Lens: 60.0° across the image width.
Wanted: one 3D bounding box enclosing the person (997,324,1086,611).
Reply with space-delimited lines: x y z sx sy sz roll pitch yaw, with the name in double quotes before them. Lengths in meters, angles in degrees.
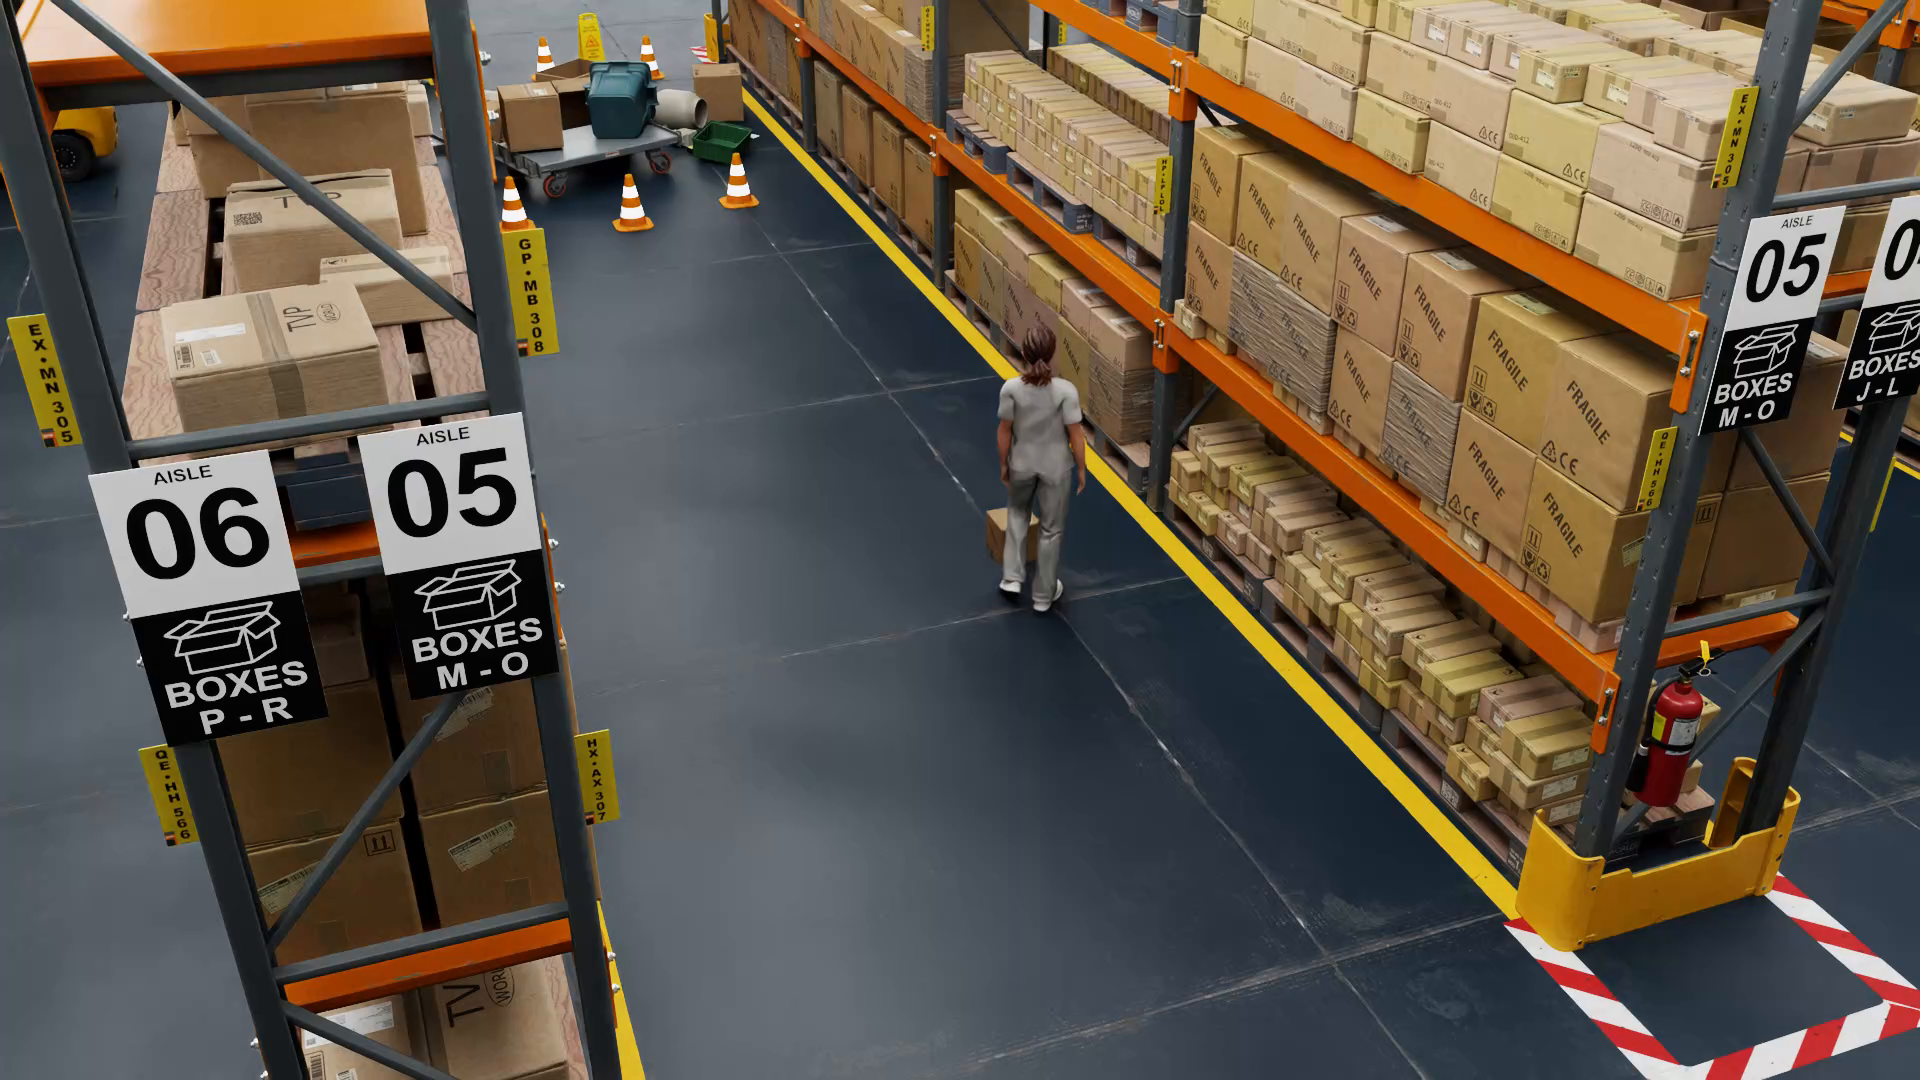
"person" 0.442 -0.380 9.003 0.486 1.695 0.424 8 31 13
